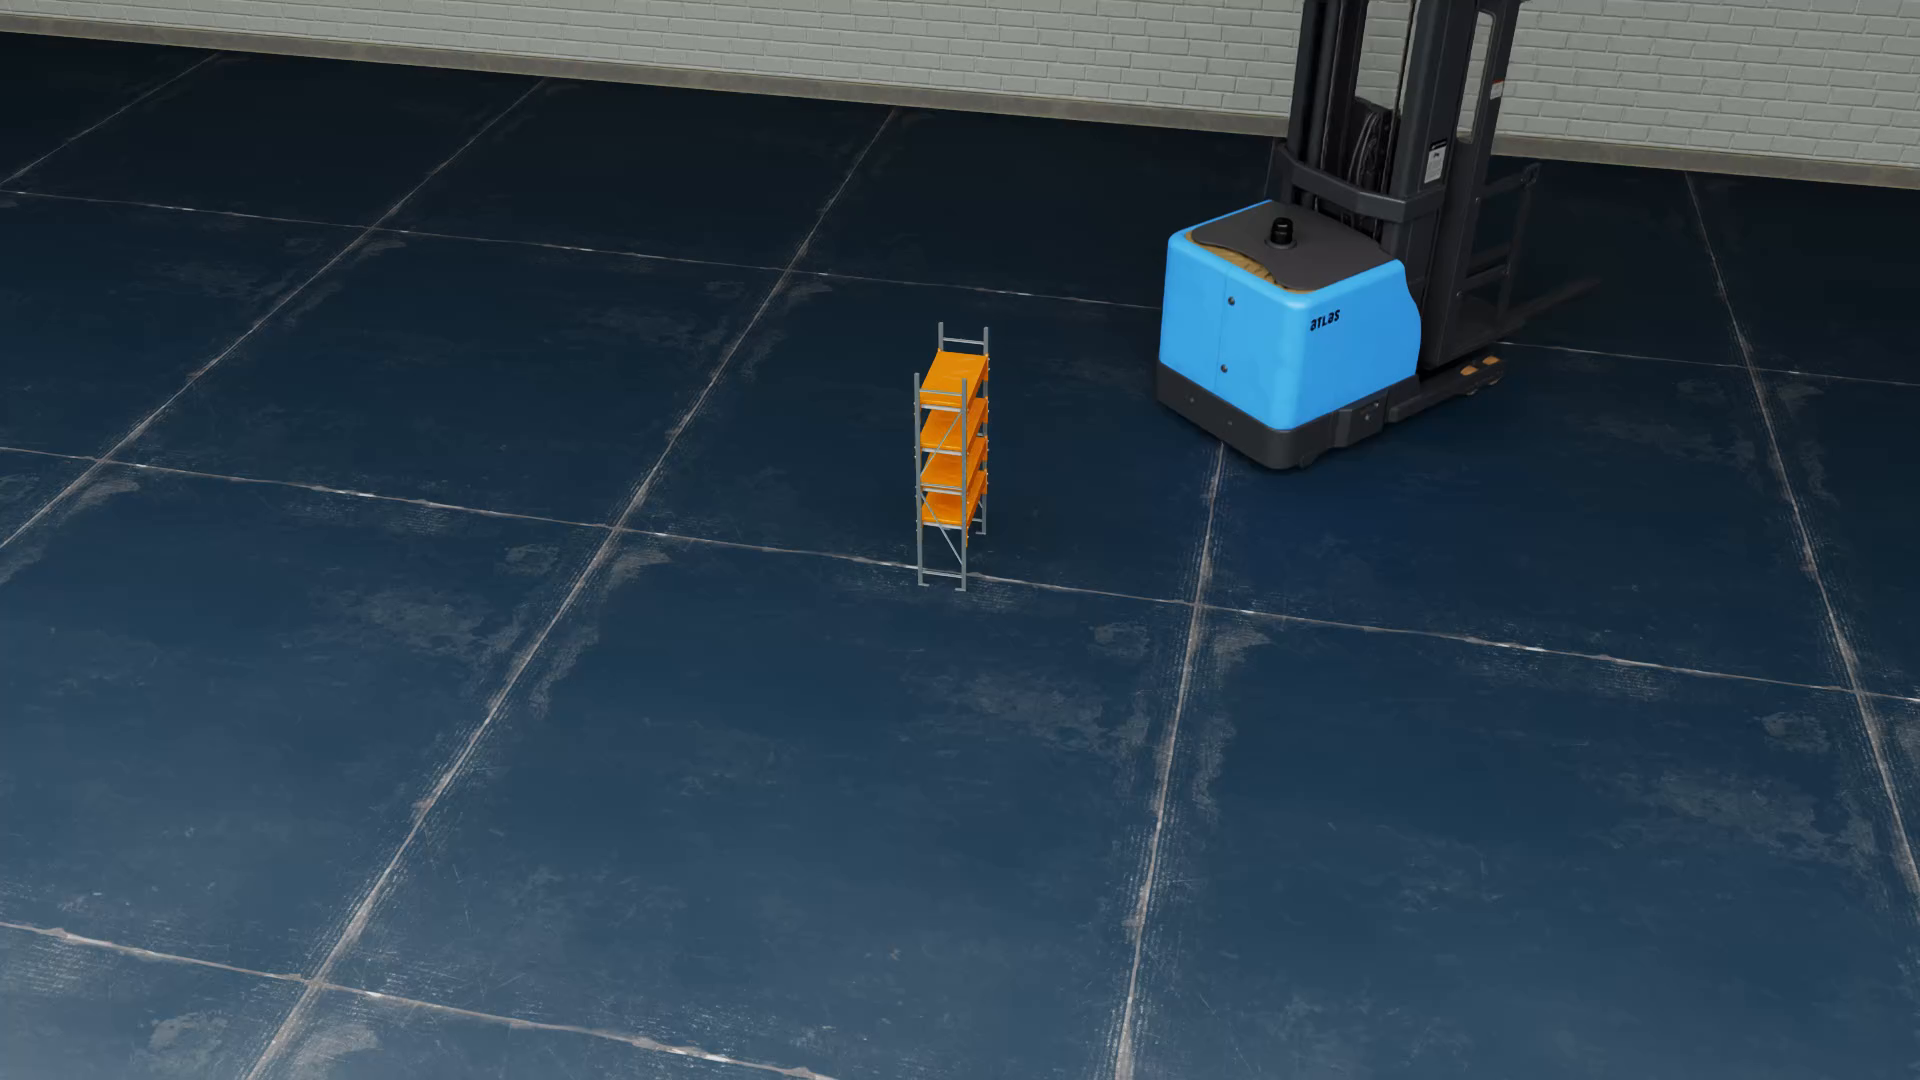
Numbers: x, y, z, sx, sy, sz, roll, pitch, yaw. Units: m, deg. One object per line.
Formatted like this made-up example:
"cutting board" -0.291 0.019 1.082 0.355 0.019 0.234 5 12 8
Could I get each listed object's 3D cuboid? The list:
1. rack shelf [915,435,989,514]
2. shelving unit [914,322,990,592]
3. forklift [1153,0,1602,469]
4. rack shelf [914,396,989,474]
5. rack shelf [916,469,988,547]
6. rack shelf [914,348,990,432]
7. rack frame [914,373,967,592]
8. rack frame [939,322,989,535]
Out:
"rack shelf" -0.035 -0.336 8.077 0.258 0.148 0.480 7 37 10
"shelving unit" -0.035 -0.391 8.037 0.258 1.200 0.503 7 37 10
"forklift" 2.595 -2.257 9.137 3.031 2.935 1.130 -24 42 -29
"rack shelf" -0.035 -0.518 7.945 0.258 0.148 0.480 7 37 10
"rack shelf" -0.035 -0.176 8.193 0.258 0.148 0.480 7 37 10
"rack shelf" -0.035 -0.709 7.806 0.258 0.148 0.480 7 37 10
"rack frame" -0.087 -0.251 7.844 0.240 1.200 0.015 7 37 10
"rack frame" 0.017 -0.531 8.230 0.240 1.200 0.015 7 37 10
